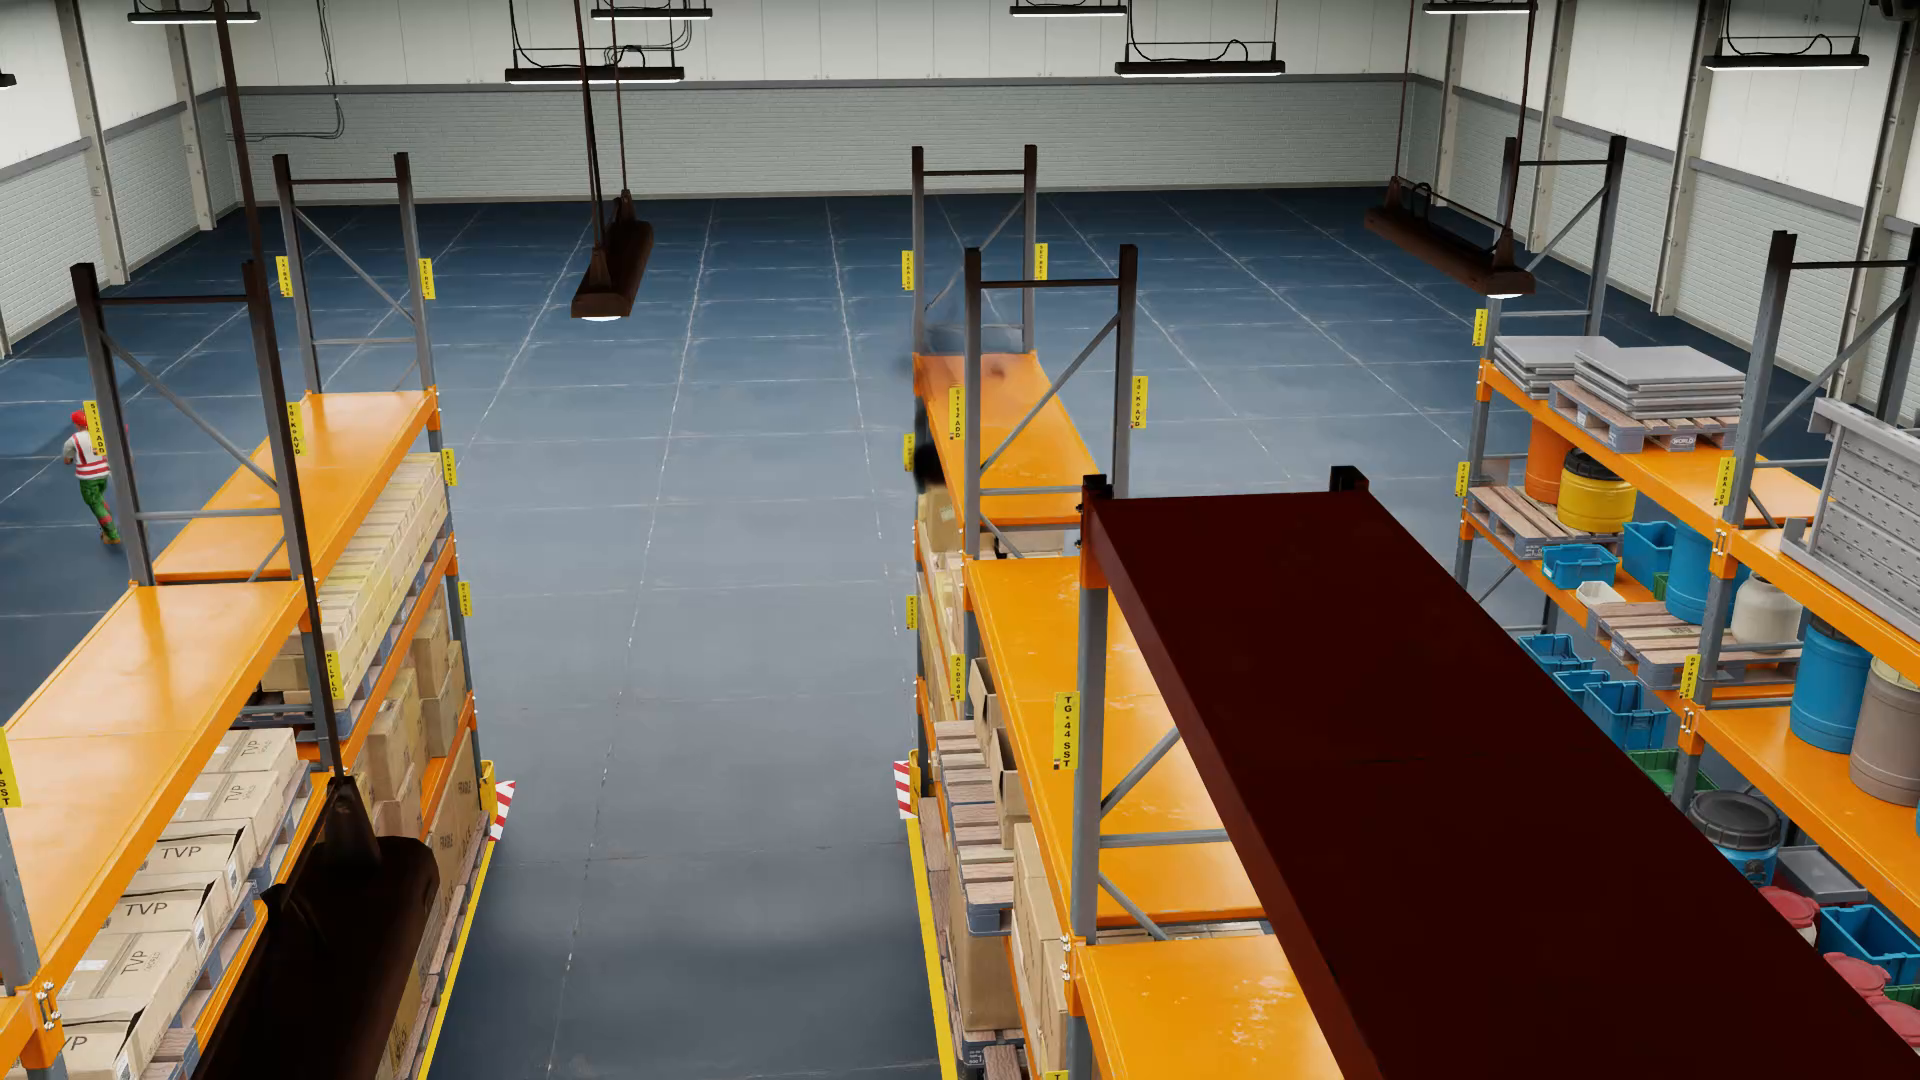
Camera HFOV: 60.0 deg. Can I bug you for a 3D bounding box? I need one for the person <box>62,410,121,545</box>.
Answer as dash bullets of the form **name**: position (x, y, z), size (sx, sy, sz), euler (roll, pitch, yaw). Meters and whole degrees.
- **person**: position (-11.041, -0.788, 21.208), size (0.763, 1.838, 0.642), euler (13, 25, 30)
